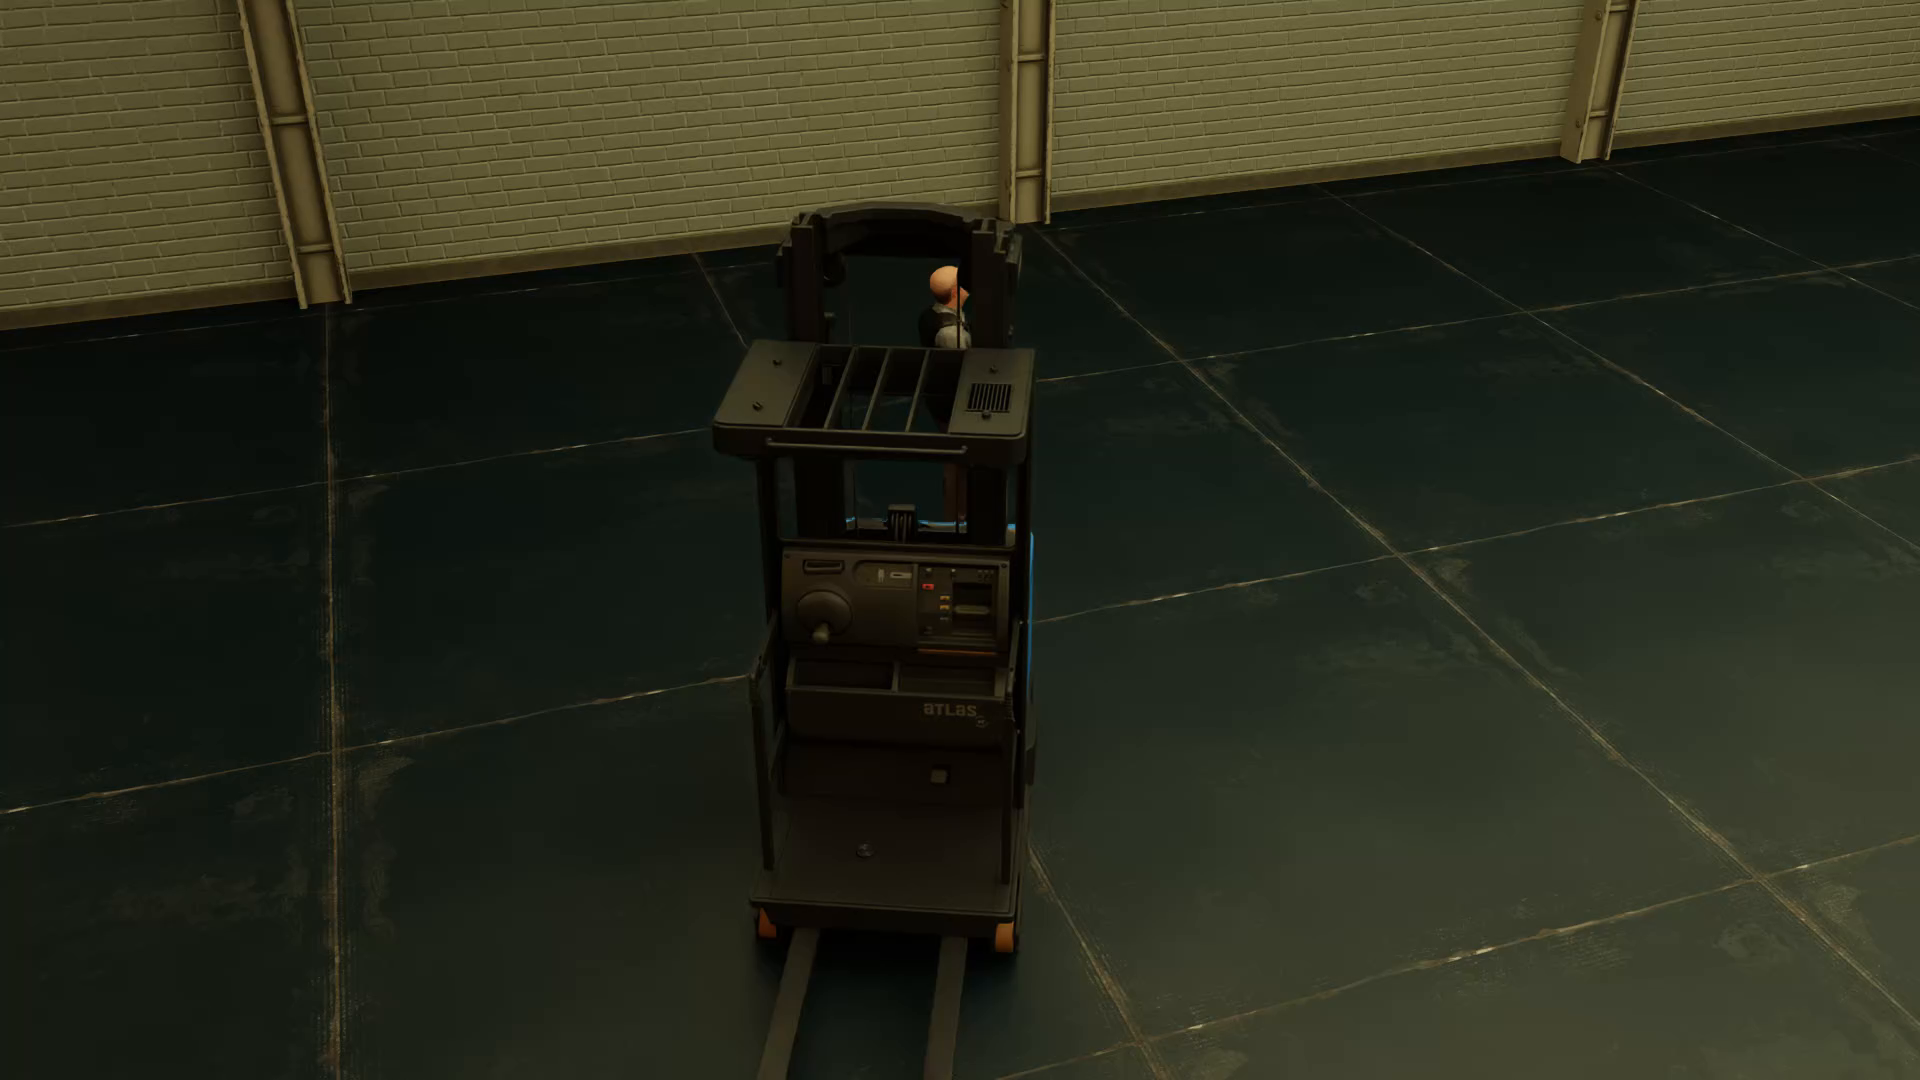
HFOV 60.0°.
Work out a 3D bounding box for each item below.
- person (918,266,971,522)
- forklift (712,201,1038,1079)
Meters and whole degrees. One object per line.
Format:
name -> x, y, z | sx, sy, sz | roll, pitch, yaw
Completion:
person -> 0.062, -0.759, 9.605 | 0.566, 1.722, 0.633 | -10, 31, -16
forklift -> -0.281, 0.293, 6.578 | 1.130, 2.935, 3.031 | 3, 30, 4
